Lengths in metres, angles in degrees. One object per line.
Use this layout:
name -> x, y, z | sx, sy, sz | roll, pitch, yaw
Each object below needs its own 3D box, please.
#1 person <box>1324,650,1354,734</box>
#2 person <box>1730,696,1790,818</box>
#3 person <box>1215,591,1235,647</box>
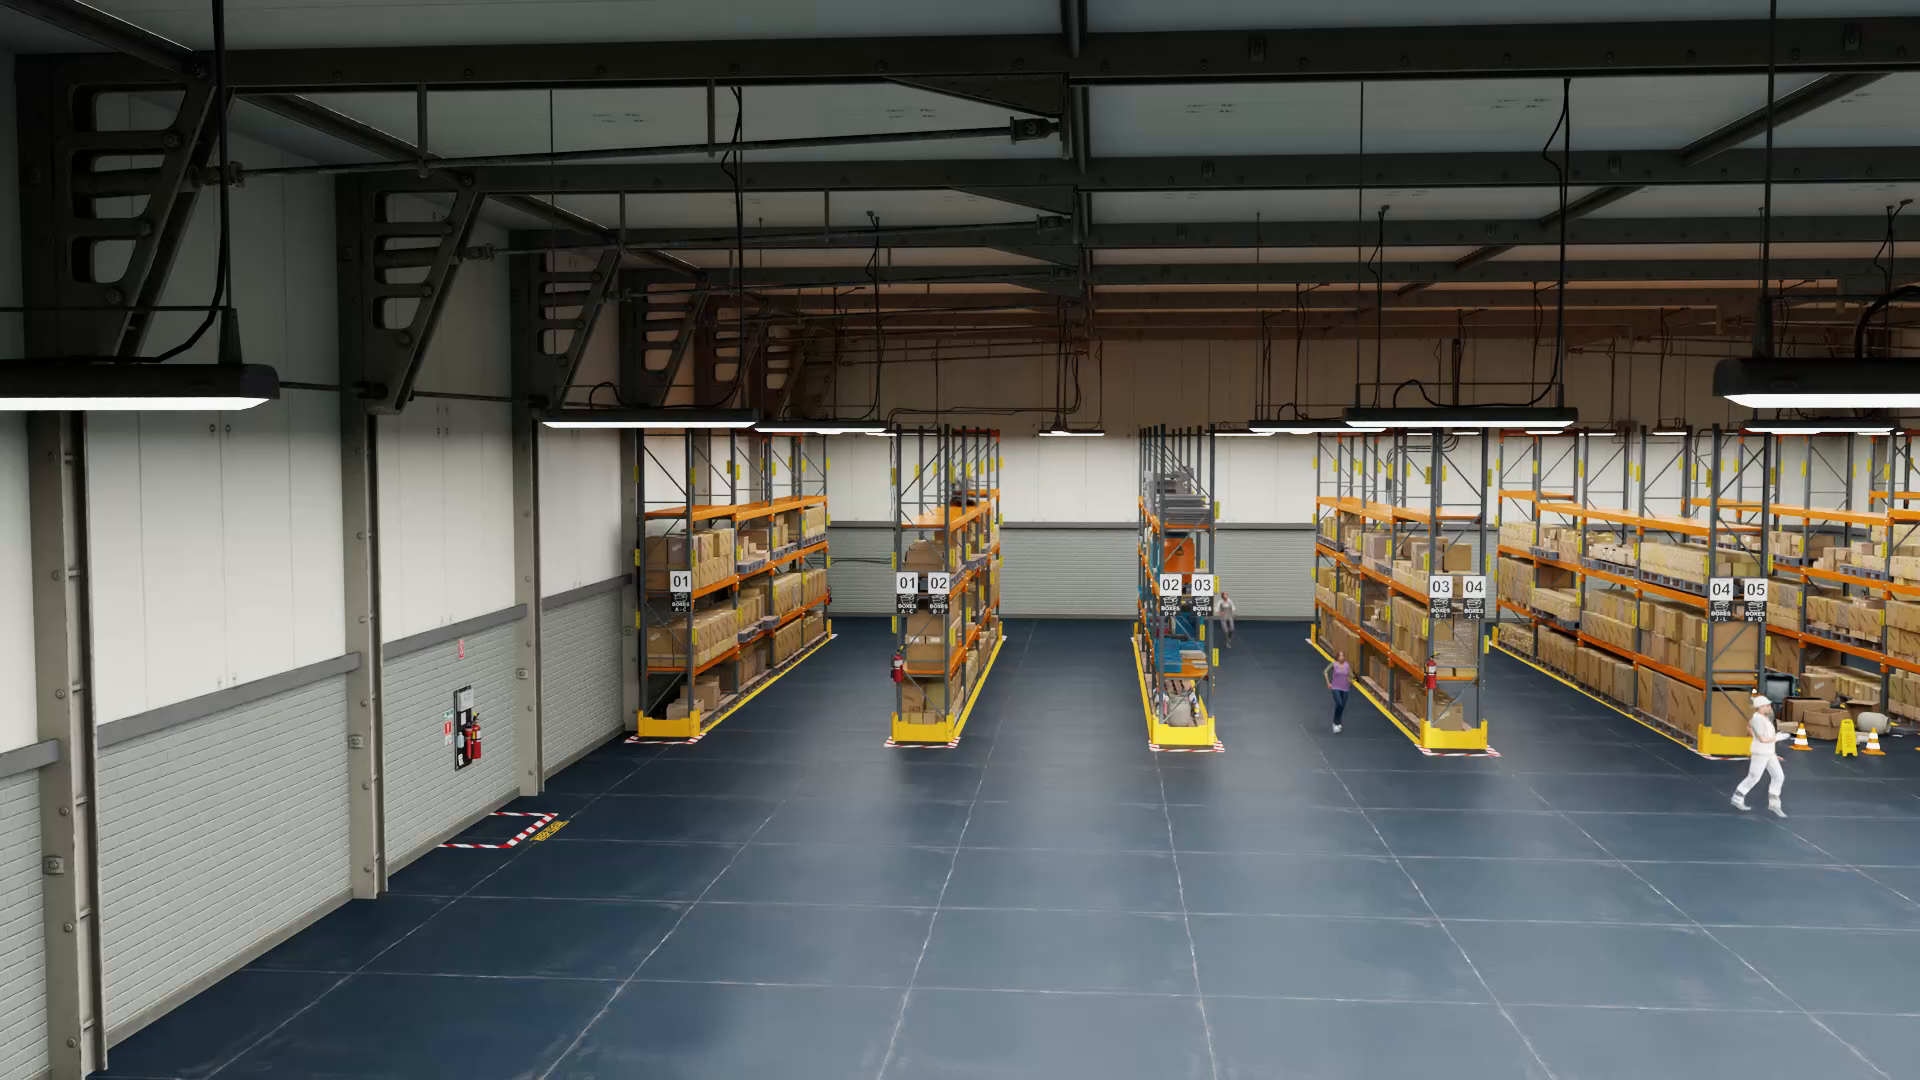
person -> 7.416, 2.955, 32.450 | 0.545, 1.621, 0.650 | 0, 3, -6
person -> 12.157, 3.284, 25.232 | 0.799, 1.845, 0.648 | 3, 5, 40
person -> 7.290, 2.174, 45.561 | 0.572, 1.555, 0.466 | 0, 4, -8
